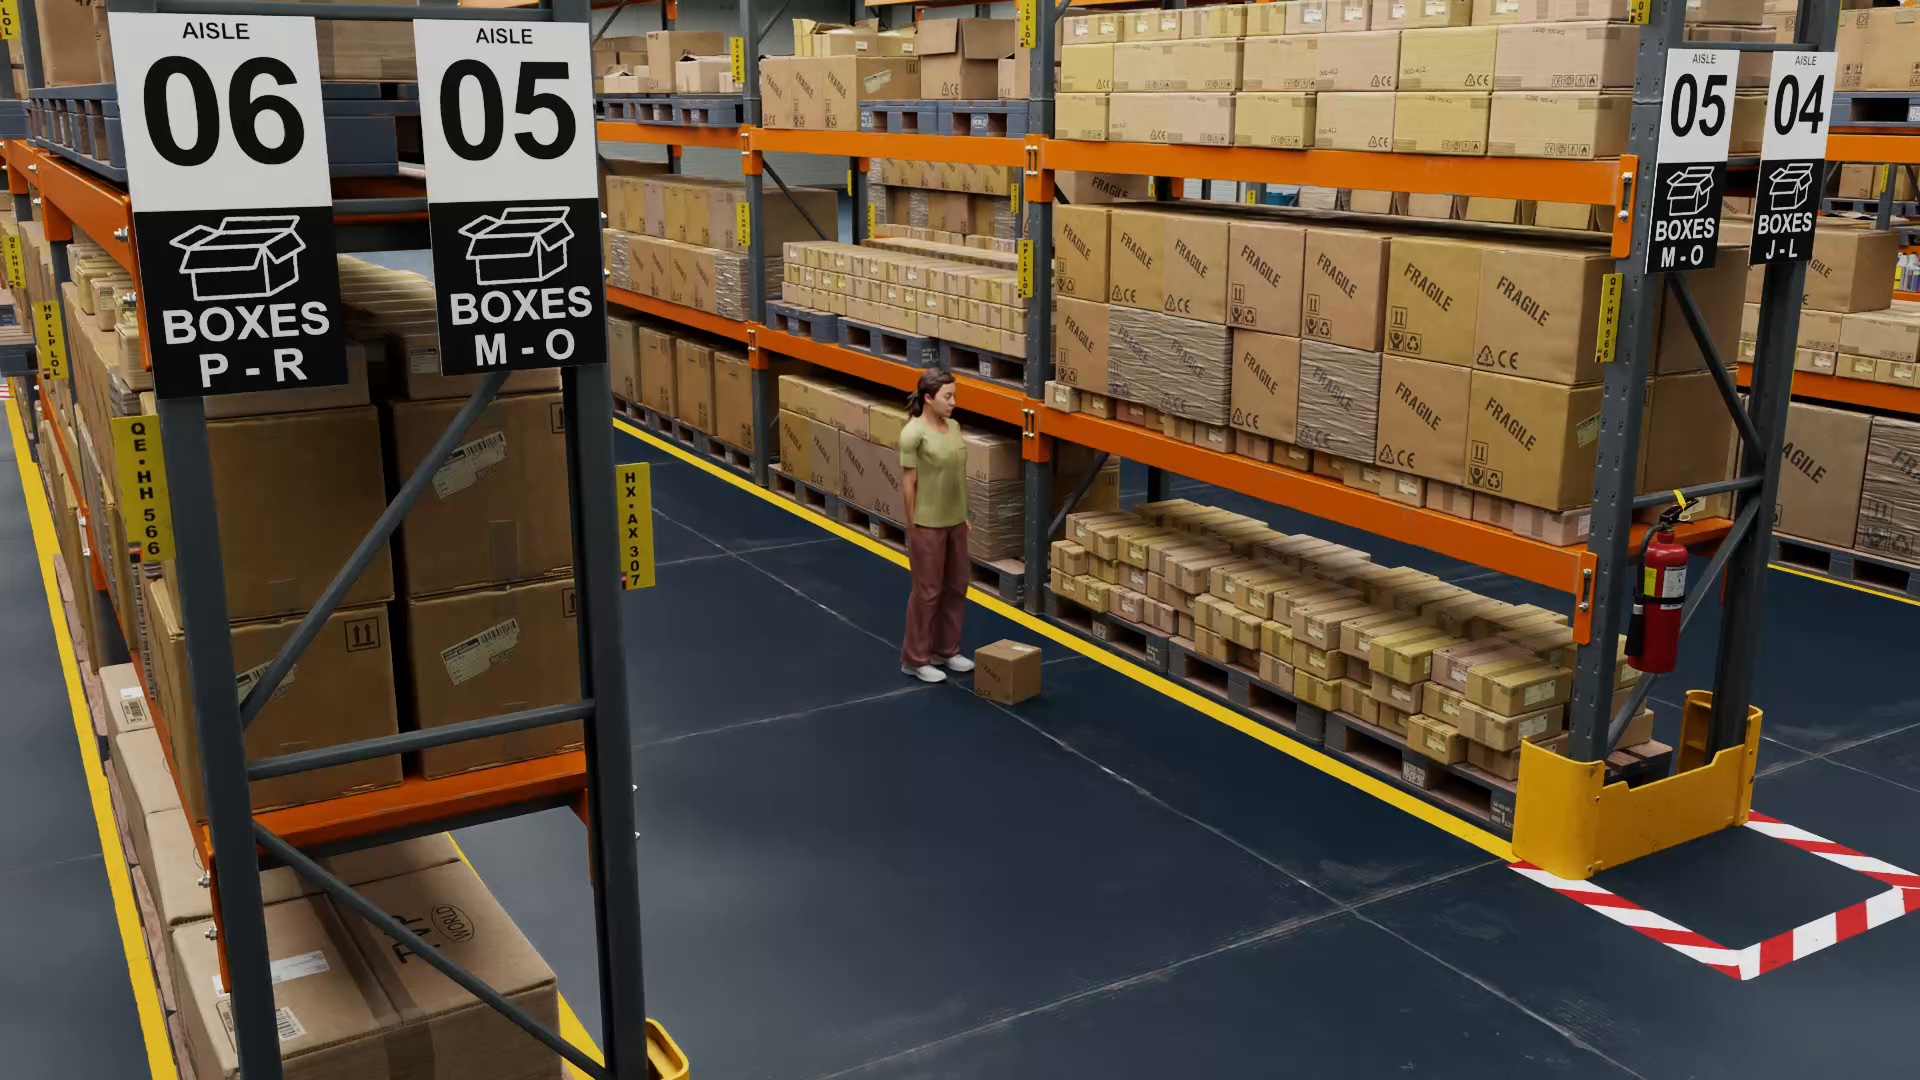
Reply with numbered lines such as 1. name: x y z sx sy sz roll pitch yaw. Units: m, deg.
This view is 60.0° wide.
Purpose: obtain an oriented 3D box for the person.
1. person: -0.128 -0.092 8.878 0.360 1.673 0.443 13 20 40
